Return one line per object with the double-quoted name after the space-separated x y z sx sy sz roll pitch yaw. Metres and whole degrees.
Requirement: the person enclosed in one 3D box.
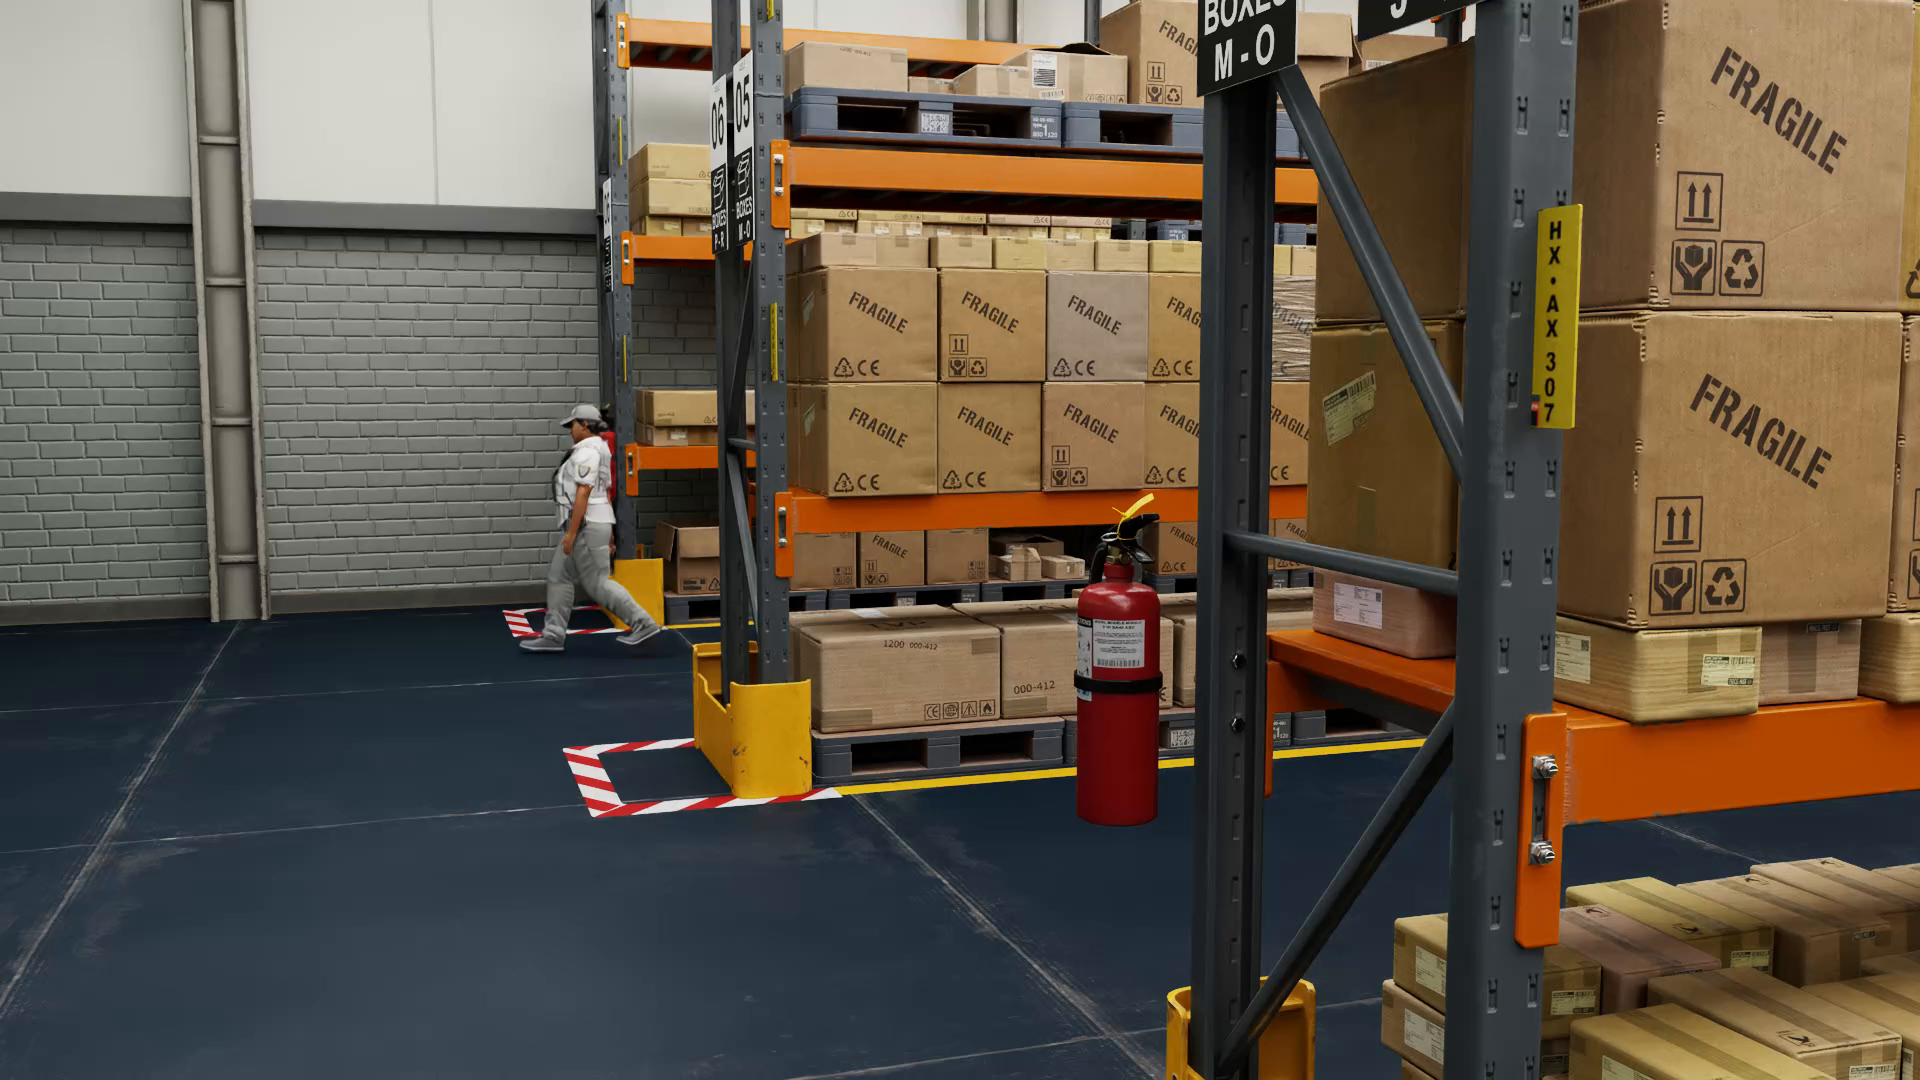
-2.425 -0.072 10.822 0.939 1.615 0.512 -1 6 -6 "person"
